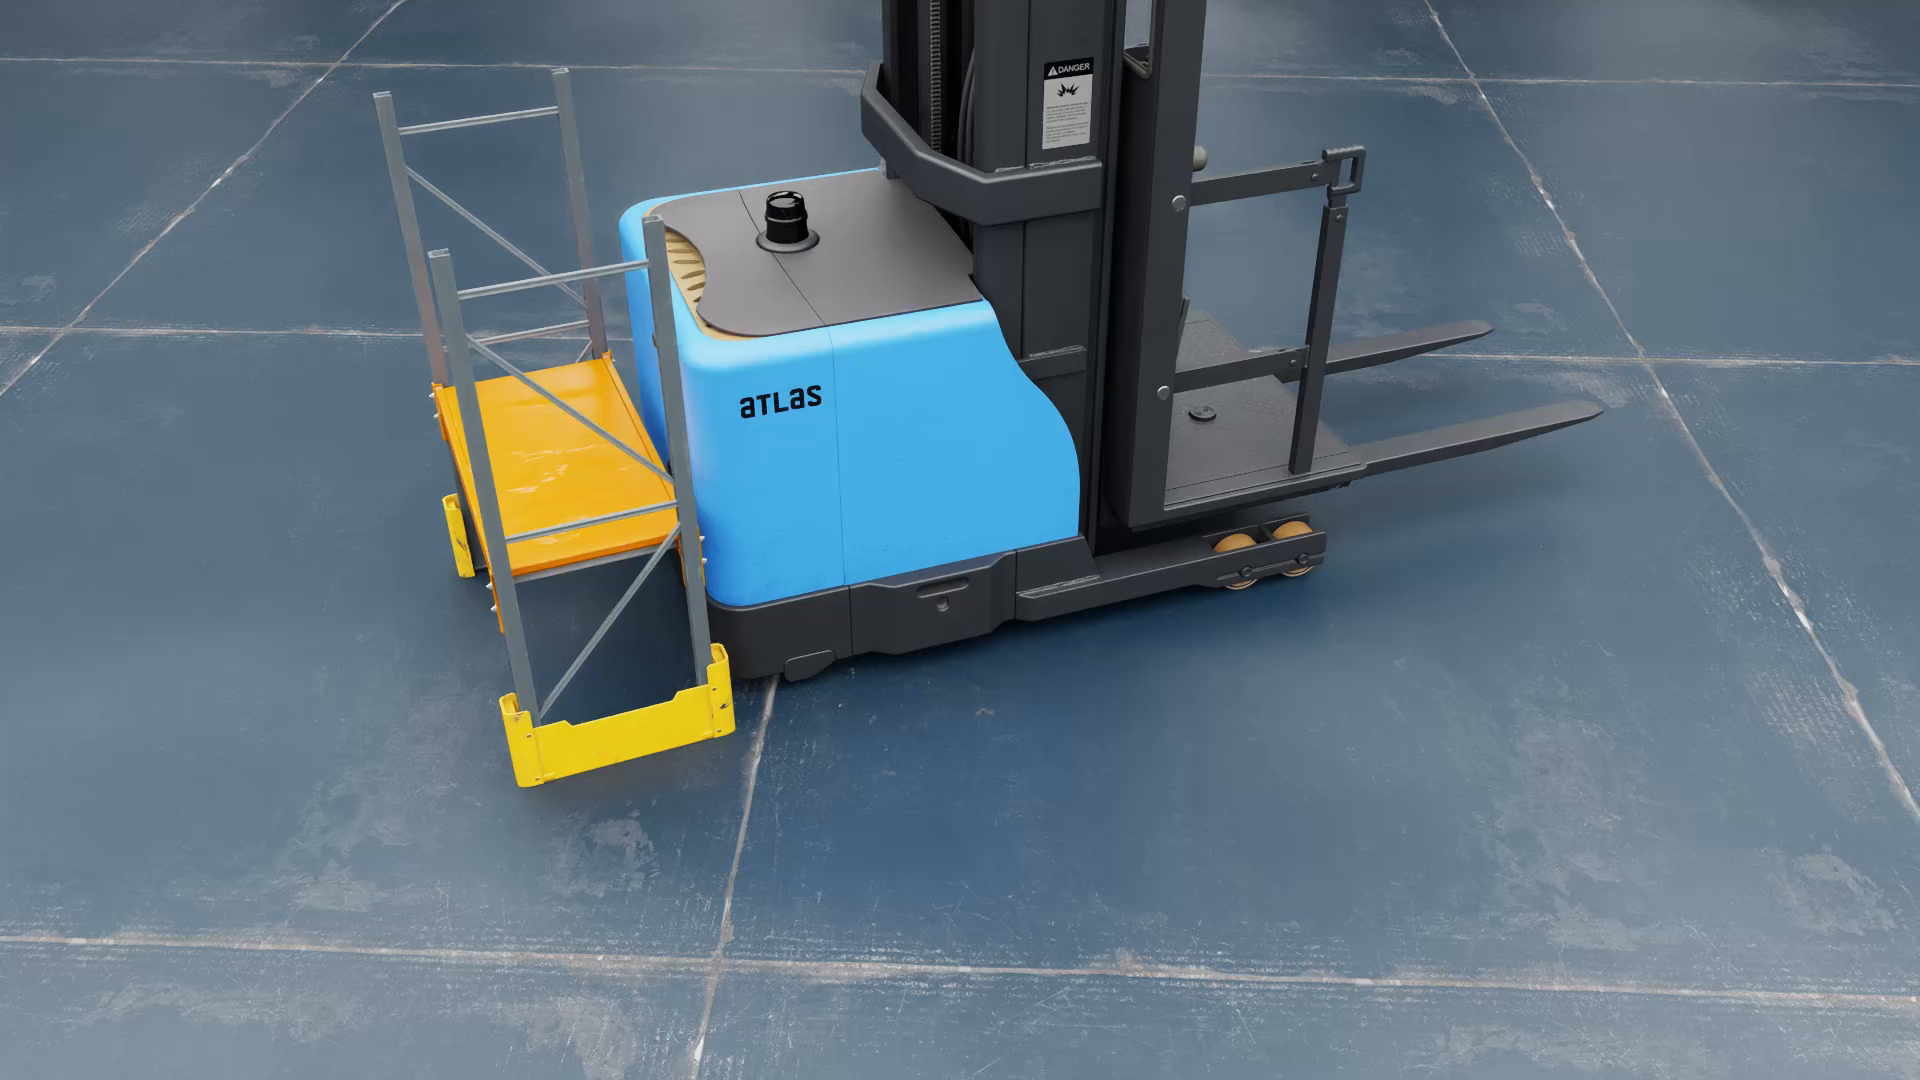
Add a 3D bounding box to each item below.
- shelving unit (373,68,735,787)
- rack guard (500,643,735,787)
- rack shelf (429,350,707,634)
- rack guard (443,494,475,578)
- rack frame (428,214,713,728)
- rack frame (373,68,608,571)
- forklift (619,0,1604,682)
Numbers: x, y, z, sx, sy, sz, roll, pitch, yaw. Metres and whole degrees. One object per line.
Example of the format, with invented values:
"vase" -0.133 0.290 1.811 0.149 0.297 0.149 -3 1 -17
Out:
"shelving unit" -1.082 -0.316 4.395 0.587 1.500 1.083 -13 37 -18
"rack guard" -0.892 0.460 4.378 0.587 0.250 0.087 -13 37 -18
"rack shelf" -1.078 -0.164 4.491 0.538 0.185 1.000 -13 37 -18
"rack guard" -1.271 -0.070 5.131 0.587 0.250 0.087 -13 37 -18
"rack frame" -0.885 -0.041 4.003 0.500 1.500 0.032 -13 37 -18
"rack frame" -1.272 -0.581 4.772 0.500 1.500 0.032 -13 37 -18
"forklift" 0.584 -1.323 4.583 3.031 2.935 1.130 -12 37 -16
